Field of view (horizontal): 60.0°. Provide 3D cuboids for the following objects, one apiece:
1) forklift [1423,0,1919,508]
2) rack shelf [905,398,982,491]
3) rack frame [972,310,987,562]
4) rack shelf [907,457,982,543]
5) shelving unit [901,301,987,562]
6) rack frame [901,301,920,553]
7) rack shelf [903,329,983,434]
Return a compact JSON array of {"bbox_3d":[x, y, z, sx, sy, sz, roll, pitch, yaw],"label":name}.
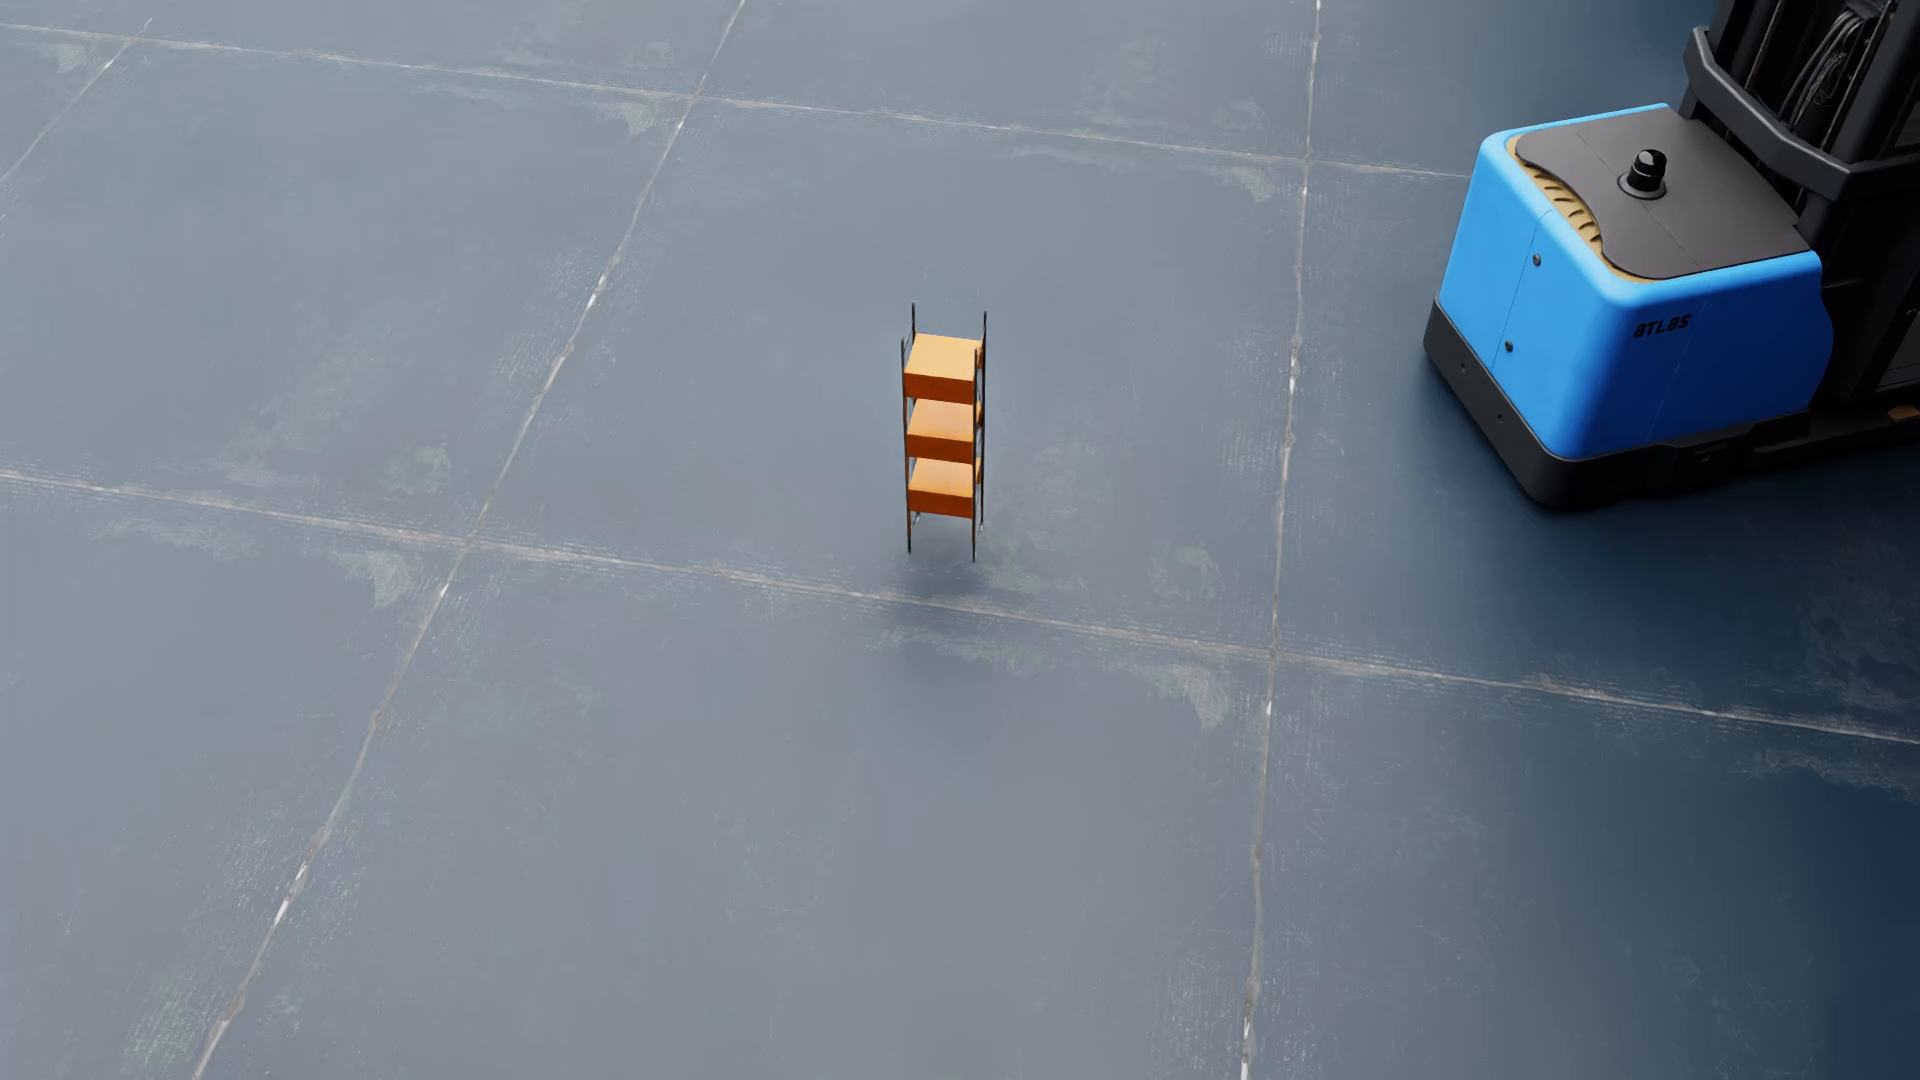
[{"bbox_3d":[3.490,-1.724,5.829,3.031,2.935,1.130,-12,49,-11],"label":"forklift"},{"bbox_3d":[-0.053,-0.351,5.874,0.240,0.259,0.215,8,49,7],"label":"rack shelf"},{"bbox_3d":[0.067,-0.342,5.851,0.008,1.050,0.200,8,49,7],"label":"rack frame"},{"bbox_3d":[-0.053,-0.165,6.080,0.240,0.259,0.215,8,49,7],"label":"rack shelf"},{"bbox_3d":[-0.053,-0.358,5.866,0.252,1.050,0.215,8,49,7],"label":"shelving unit"},{"bbox_3d":[-0.173,-0.374,5.880,0.008,1.050,0.200,8,49,7],"label":"rack frame"},{"bbox_3d":[-0.053,-0.541,5.663,0.240,0.259,0.215,8,49,7],"label":"rack shelf"}]
